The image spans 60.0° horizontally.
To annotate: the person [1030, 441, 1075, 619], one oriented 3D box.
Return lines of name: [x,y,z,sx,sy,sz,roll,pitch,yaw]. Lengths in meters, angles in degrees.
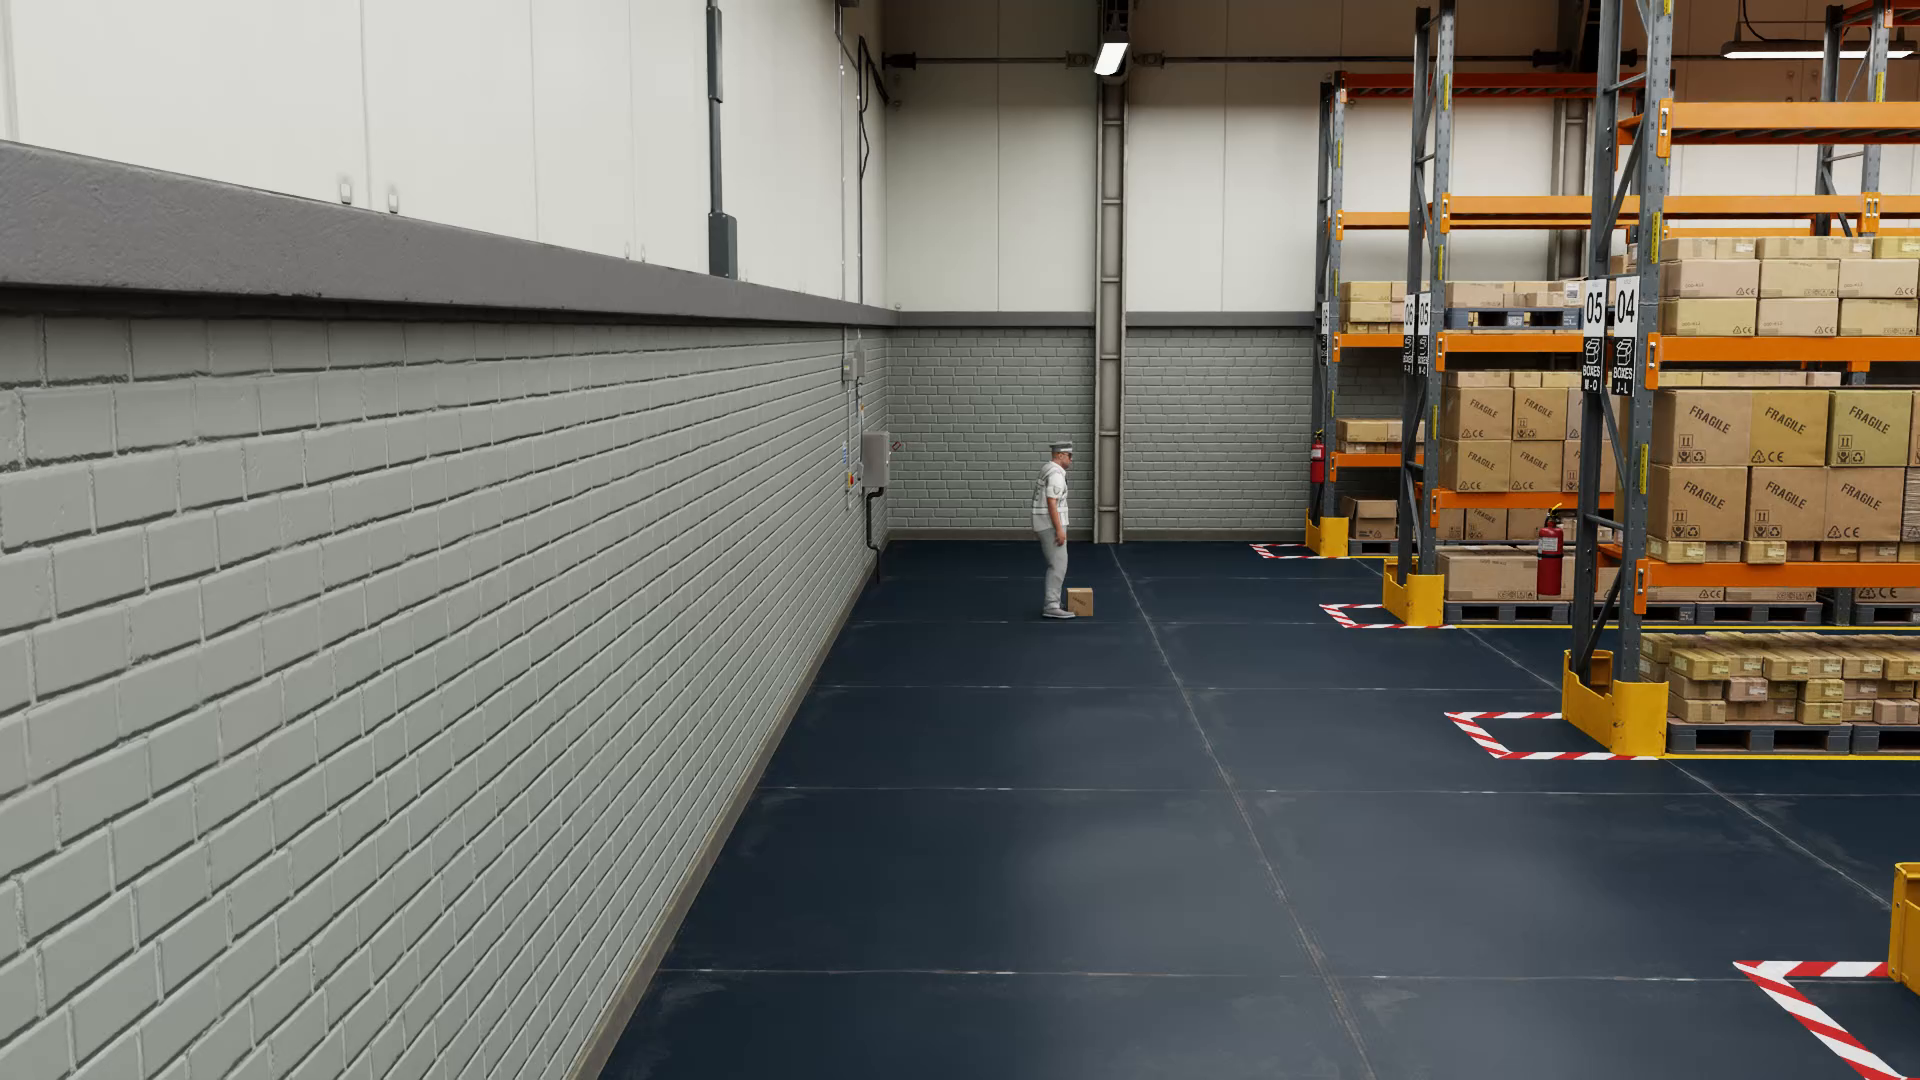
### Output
person: [0.950,-0.118,16.675,0.480,1.747,0.601,0,7,-2]
